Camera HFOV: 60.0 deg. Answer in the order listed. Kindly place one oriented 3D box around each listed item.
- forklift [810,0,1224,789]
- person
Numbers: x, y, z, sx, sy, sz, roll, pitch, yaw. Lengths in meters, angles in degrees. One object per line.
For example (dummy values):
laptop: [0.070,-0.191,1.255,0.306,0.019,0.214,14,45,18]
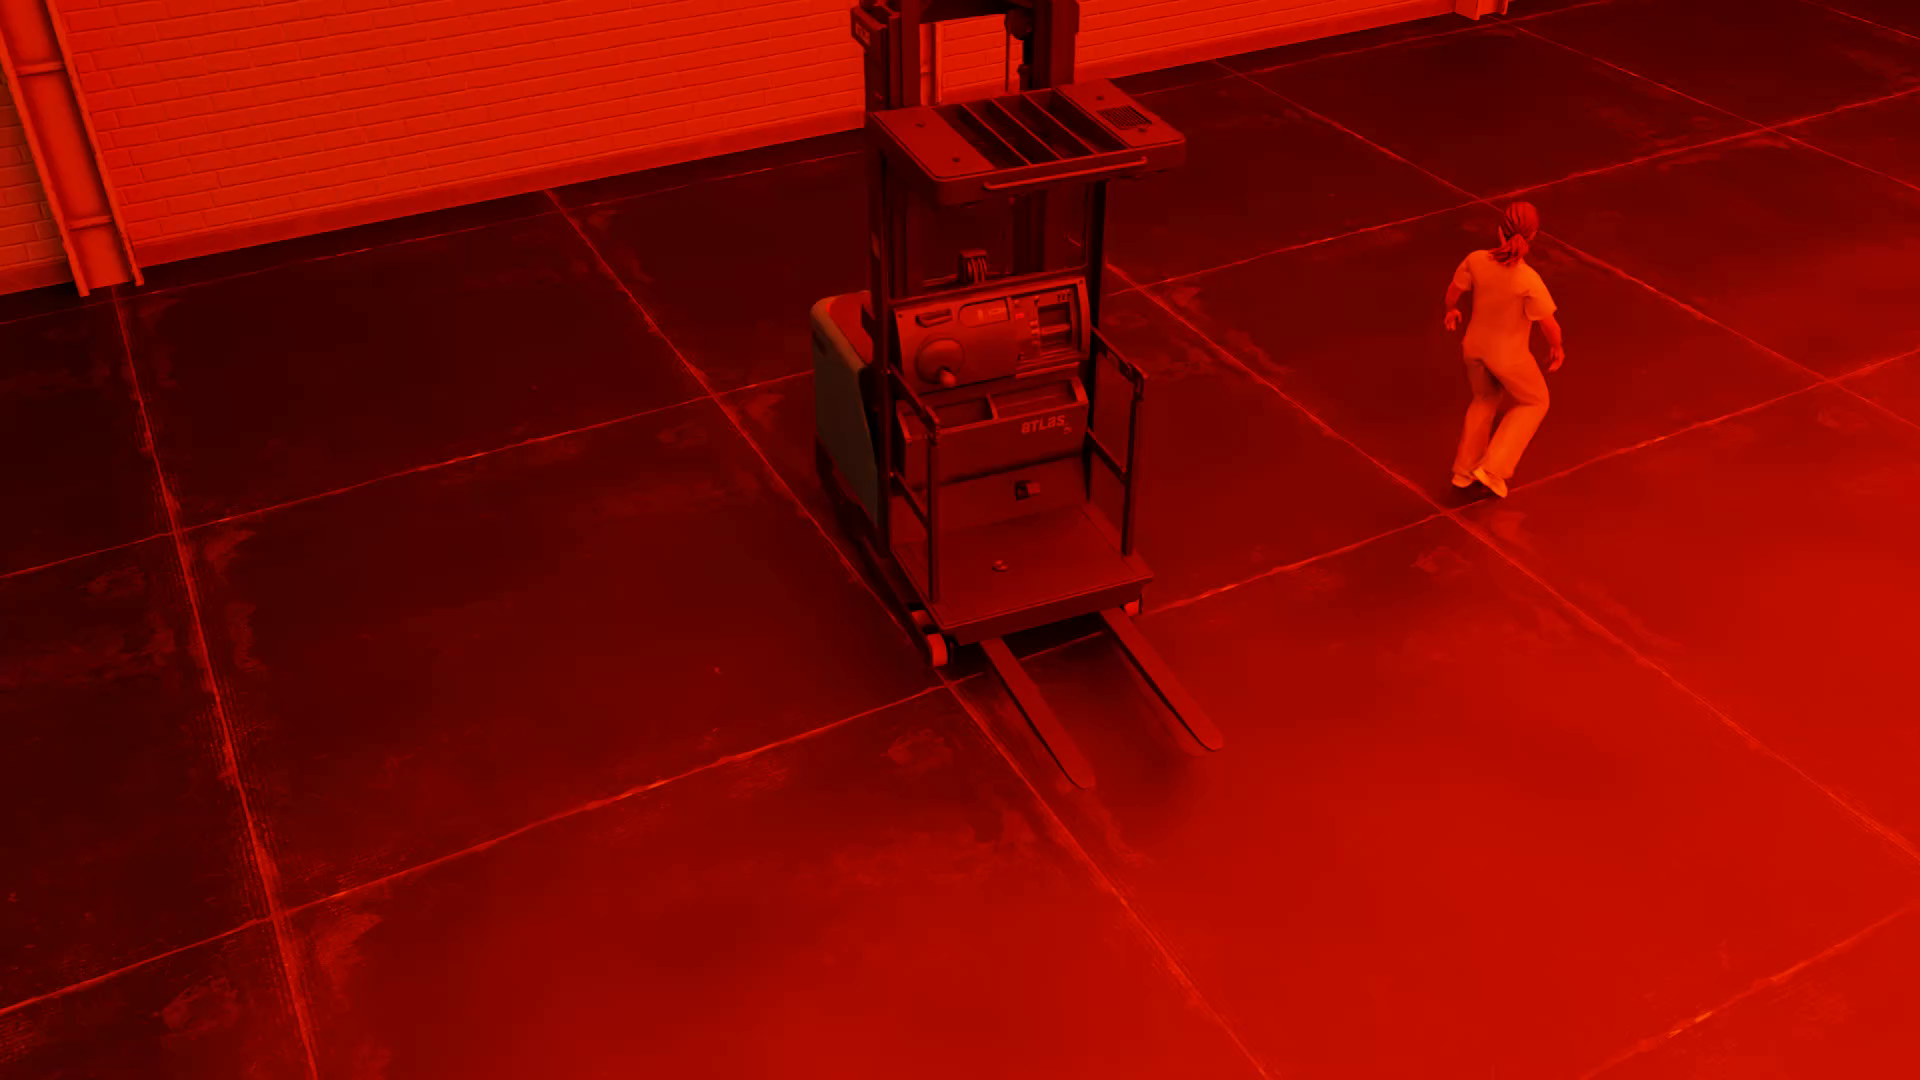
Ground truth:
forklift: [0.237,-0.874,7.360,1.130,2.935,3.031,-13,37,-18]
person: [2.783,-1.004,8.661,0.473,1.651,0.689,-21,40,-27]
